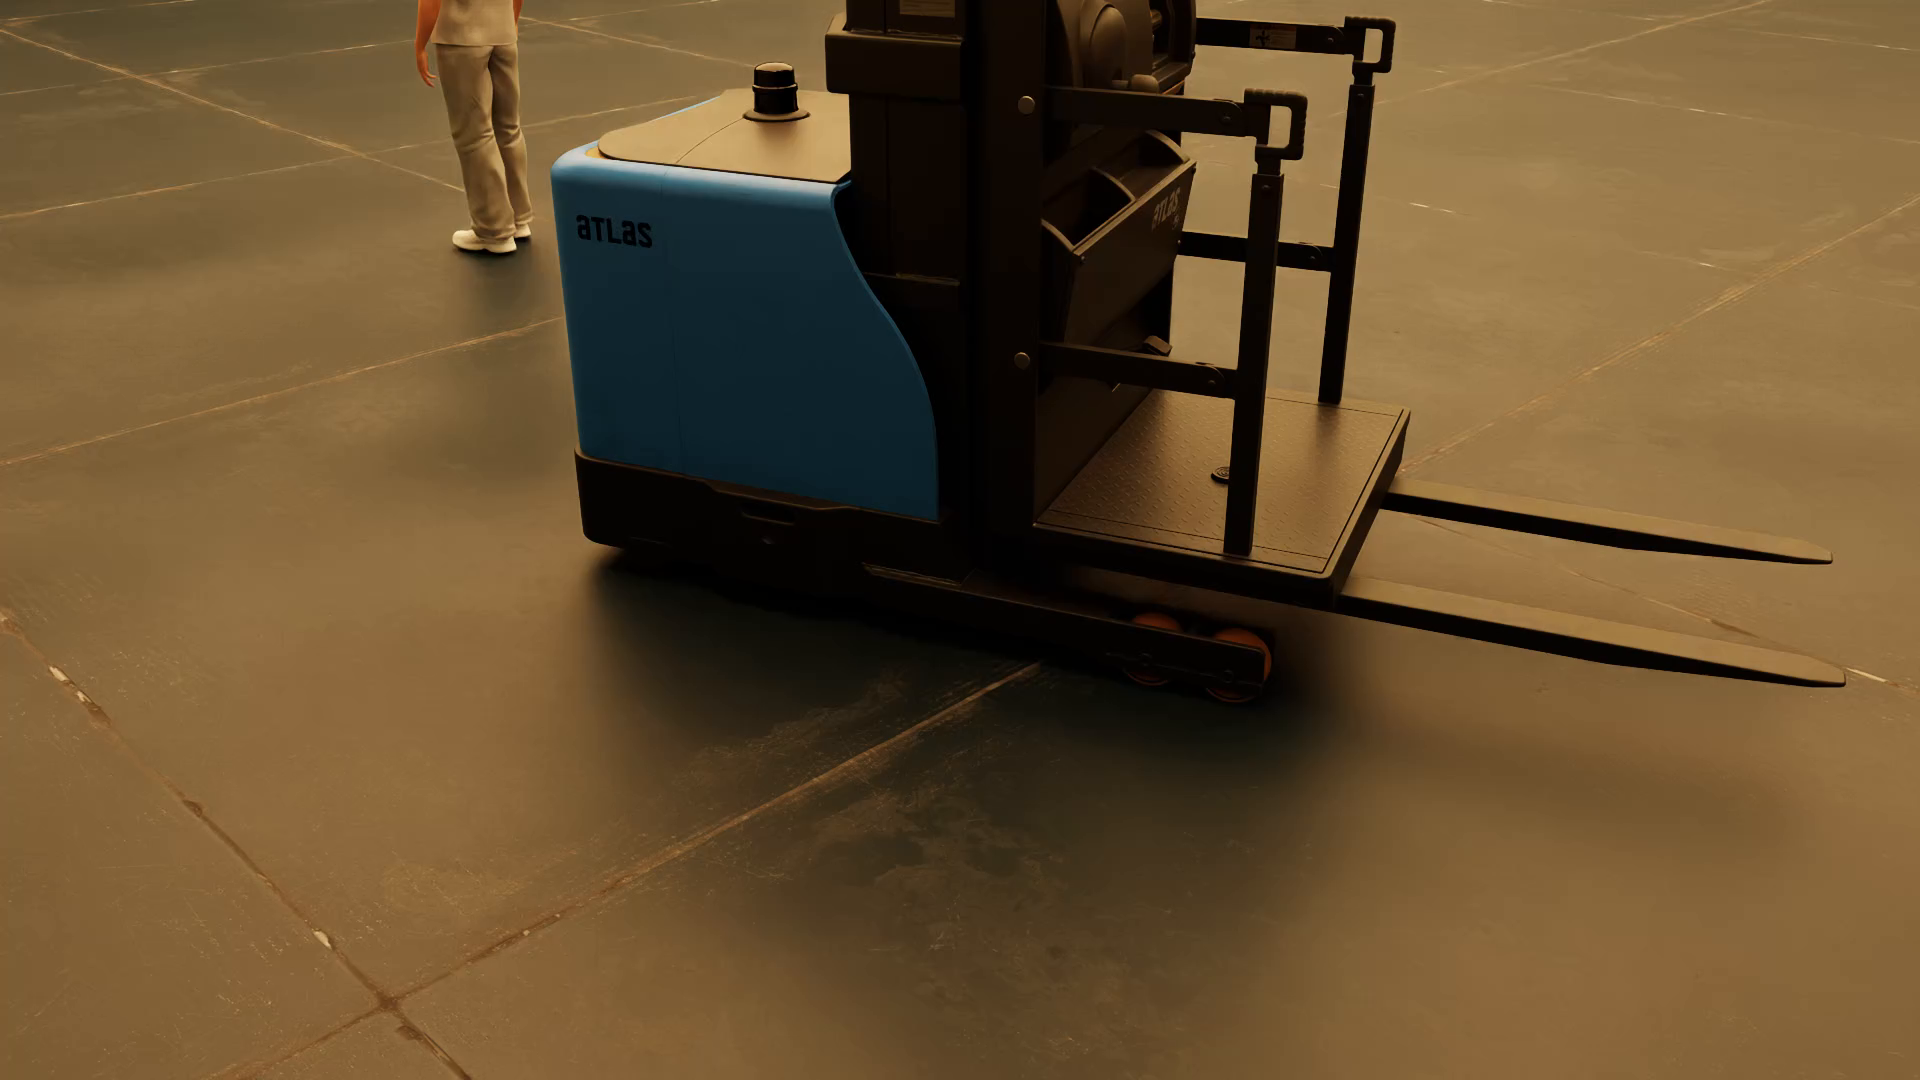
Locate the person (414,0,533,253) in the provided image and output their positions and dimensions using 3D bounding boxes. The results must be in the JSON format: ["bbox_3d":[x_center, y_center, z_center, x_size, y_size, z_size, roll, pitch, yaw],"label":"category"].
[{"bbox_3d":[-1.986,-1.989,6.679,0.548,1.673,0.550,16,30,30],"label":"person"}]

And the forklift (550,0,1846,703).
[{"bbox_3d":[0.560,-1.212,3.684,3.031,2.935,1.130,11,28,20],"label":"forklift"}]
